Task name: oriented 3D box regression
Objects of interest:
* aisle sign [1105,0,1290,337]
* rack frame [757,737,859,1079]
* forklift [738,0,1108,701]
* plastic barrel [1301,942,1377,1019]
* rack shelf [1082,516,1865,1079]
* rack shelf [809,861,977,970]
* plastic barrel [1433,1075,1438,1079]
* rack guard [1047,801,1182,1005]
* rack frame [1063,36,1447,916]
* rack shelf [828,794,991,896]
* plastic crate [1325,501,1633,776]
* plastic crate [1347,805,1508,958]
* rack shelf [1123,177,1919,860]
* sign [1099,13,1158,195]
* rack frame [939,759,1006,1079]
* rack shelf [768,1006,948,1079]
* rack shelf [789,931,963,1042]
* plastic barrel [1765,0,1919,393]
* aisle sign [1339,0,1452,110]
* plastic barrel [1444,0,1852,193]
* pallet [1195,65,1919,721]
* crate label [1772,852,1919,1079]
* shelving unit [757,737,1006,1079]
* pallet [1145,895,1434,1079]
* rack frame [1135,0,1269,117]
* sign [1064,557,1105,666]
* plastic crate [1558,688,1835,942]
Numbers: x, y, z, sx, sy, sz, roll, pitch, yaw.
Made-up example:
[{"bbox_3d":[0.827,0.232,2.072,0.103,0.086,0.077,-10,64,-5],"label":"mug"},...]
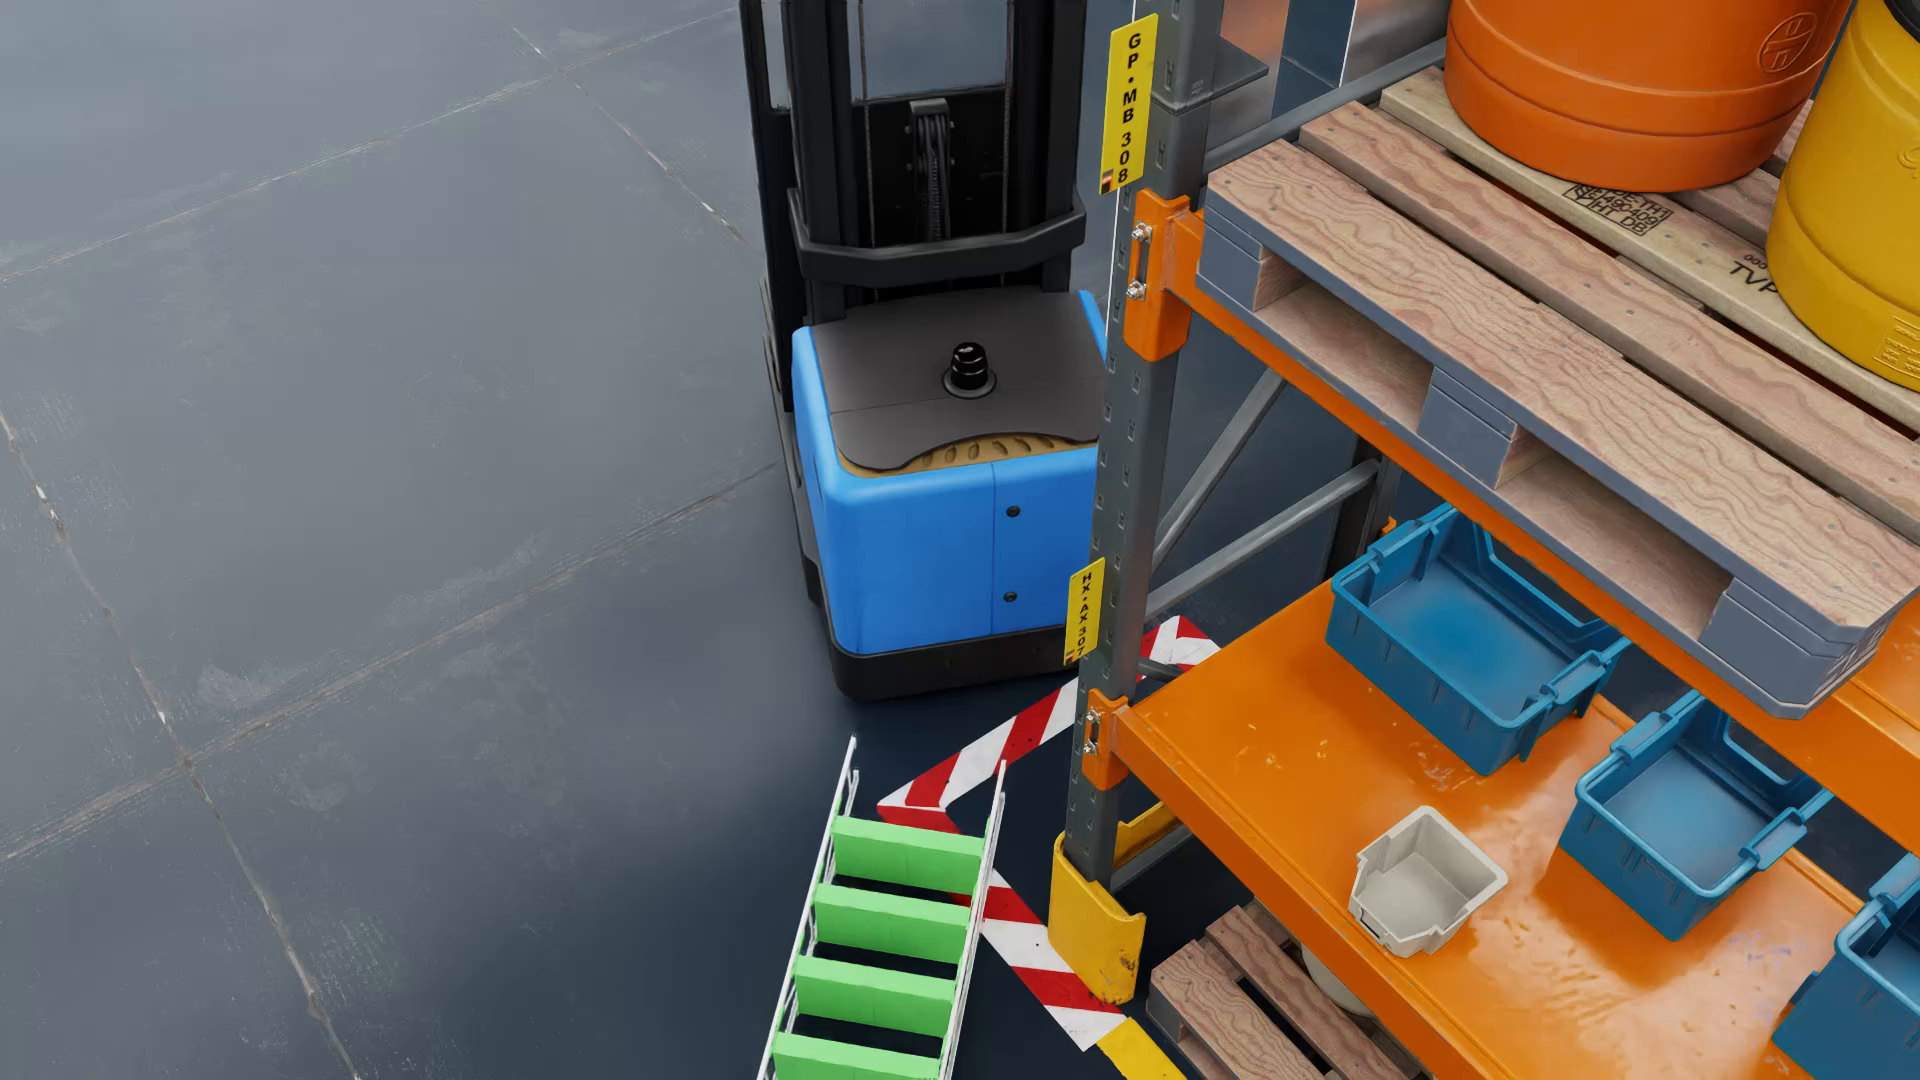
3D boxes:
[{"bbox_3d":[0.453,-0.765,3.164,0.394,0.787,0.004,-29,54,-24],"label":"aisle sign"},{"bbox_3d":[-0.448,1.148,5.010,0.015,0.240,1.200,8,48,7],"label":"rack frame"},{"bbox_3d":[-0.191,-1.550,5.677,1.130,2.935,3.031,-8,48,-8],"label":"forklift"},{"bbox_3d":[1.189,1.068,4.653,0.421,0.512,0.421,0,48,0],"label":"plastic barrel"},{"bbox_3d":[1.941,1.440,3.405,1.077,0.370,4.000,-29,54,-24],"label":"rack shelf"},{"bbox_3d":[-0.197,1.134,5.023,0.480,0.258,0.148,8,48,7],"label":"rack shelf"},{"bbox_3d":[1.493,1.363,4.385,0.421,0.512,0.421,0,48,0],"label":"plastic barrel"},{"bbox_3d":[0.813,0.883,5.112,1.175,0.500,0.348,-29,54,-24],"label":"rack guard"},{"bbox_3d":[0.730,0.019,4.208,1.000,3.000,0.127,-29,54,-24],"label":"rack frame"},{"bbox_3d":[-0.154,0.959,5.182,0.480,0.258,0.148,8,48,7],"label":"rack shelf"},{"bbox_3d":[1.271,0.230,4.117,0.499,0.251,0.616,-29,54,-24],"label":"plastic crate"},{"bbox_3d":[1.016,0.780,3.696,0.298,0.136,0.250,-29,54,-24],"label":"plastic crate"},{"bbox_3d":[1.941,0.433,2.294,1.077,0.370,4.000,-29,54,-24],"label":"rack shelf"},{"bbox_3d":[0.290,-0.747,2.872,0.100,0.325,0.005,-29,54,-24],"label":"sign"},{"bbox_3d":[0.032,1.213,4.952,0.015,0.240,1.200,8,48,7],"label":"rack frame"},{"bbox_3d":[-0.283,1.484,4.706,0.480,0.258,0.148,8,48,7],"label":"rack shelf"},{"bbox_3d":[-0.240,1.309,4.865,0.480,0.258,0.148,8,48,7],"label":"rack shelf"},{"bbox_3d":[1.521,-0.577,2.314,0.600,0.588,0.600,0,48,0],"label":"plastic barrel"},{"bbox_3d":[0.923,-1.030,3.404,0.394,0.787,0.004,-29,54,-24],"label":"aisle sign"},{"bbox_3d":[1.125,-1.044,2.574,0.600,0.830,0.708,-29,54,-24],"label":"plastic barrel"},{"bbox_3d":[1.153,-0.393,2.685,1.003,0.211,1.213,-29,54,-24],"label":"pallet"},{"bbox_3d":[2.060,0.971,3.321,0.502,0.435,0.616,-29,54,-24],"label":"crate label"},{"bbox_3d":[-0.208,1.180,4.981,0.503,0.258,1.200,8,48,7],"label":"shelving unit"},{"bbox_3d":[1.301,1.461,4.783,1.003,0.211,1.213,-29,54,-24],"label":"pallet"},{"bbox_3d":[0.730,-1.996,1.985,1.000,3.000,0.127,-29,54,-24],"label":"rack frame"},{"bbox_3d":[0.290,0.171,3.884,0.100,0.325,0.005,-29,54,-24],"label":"sign"},{"bbox_3d":[1.660,0.616,3.768,0.499,0.251,0.408,-29,54,-24],"label":"plastic crate"}]
